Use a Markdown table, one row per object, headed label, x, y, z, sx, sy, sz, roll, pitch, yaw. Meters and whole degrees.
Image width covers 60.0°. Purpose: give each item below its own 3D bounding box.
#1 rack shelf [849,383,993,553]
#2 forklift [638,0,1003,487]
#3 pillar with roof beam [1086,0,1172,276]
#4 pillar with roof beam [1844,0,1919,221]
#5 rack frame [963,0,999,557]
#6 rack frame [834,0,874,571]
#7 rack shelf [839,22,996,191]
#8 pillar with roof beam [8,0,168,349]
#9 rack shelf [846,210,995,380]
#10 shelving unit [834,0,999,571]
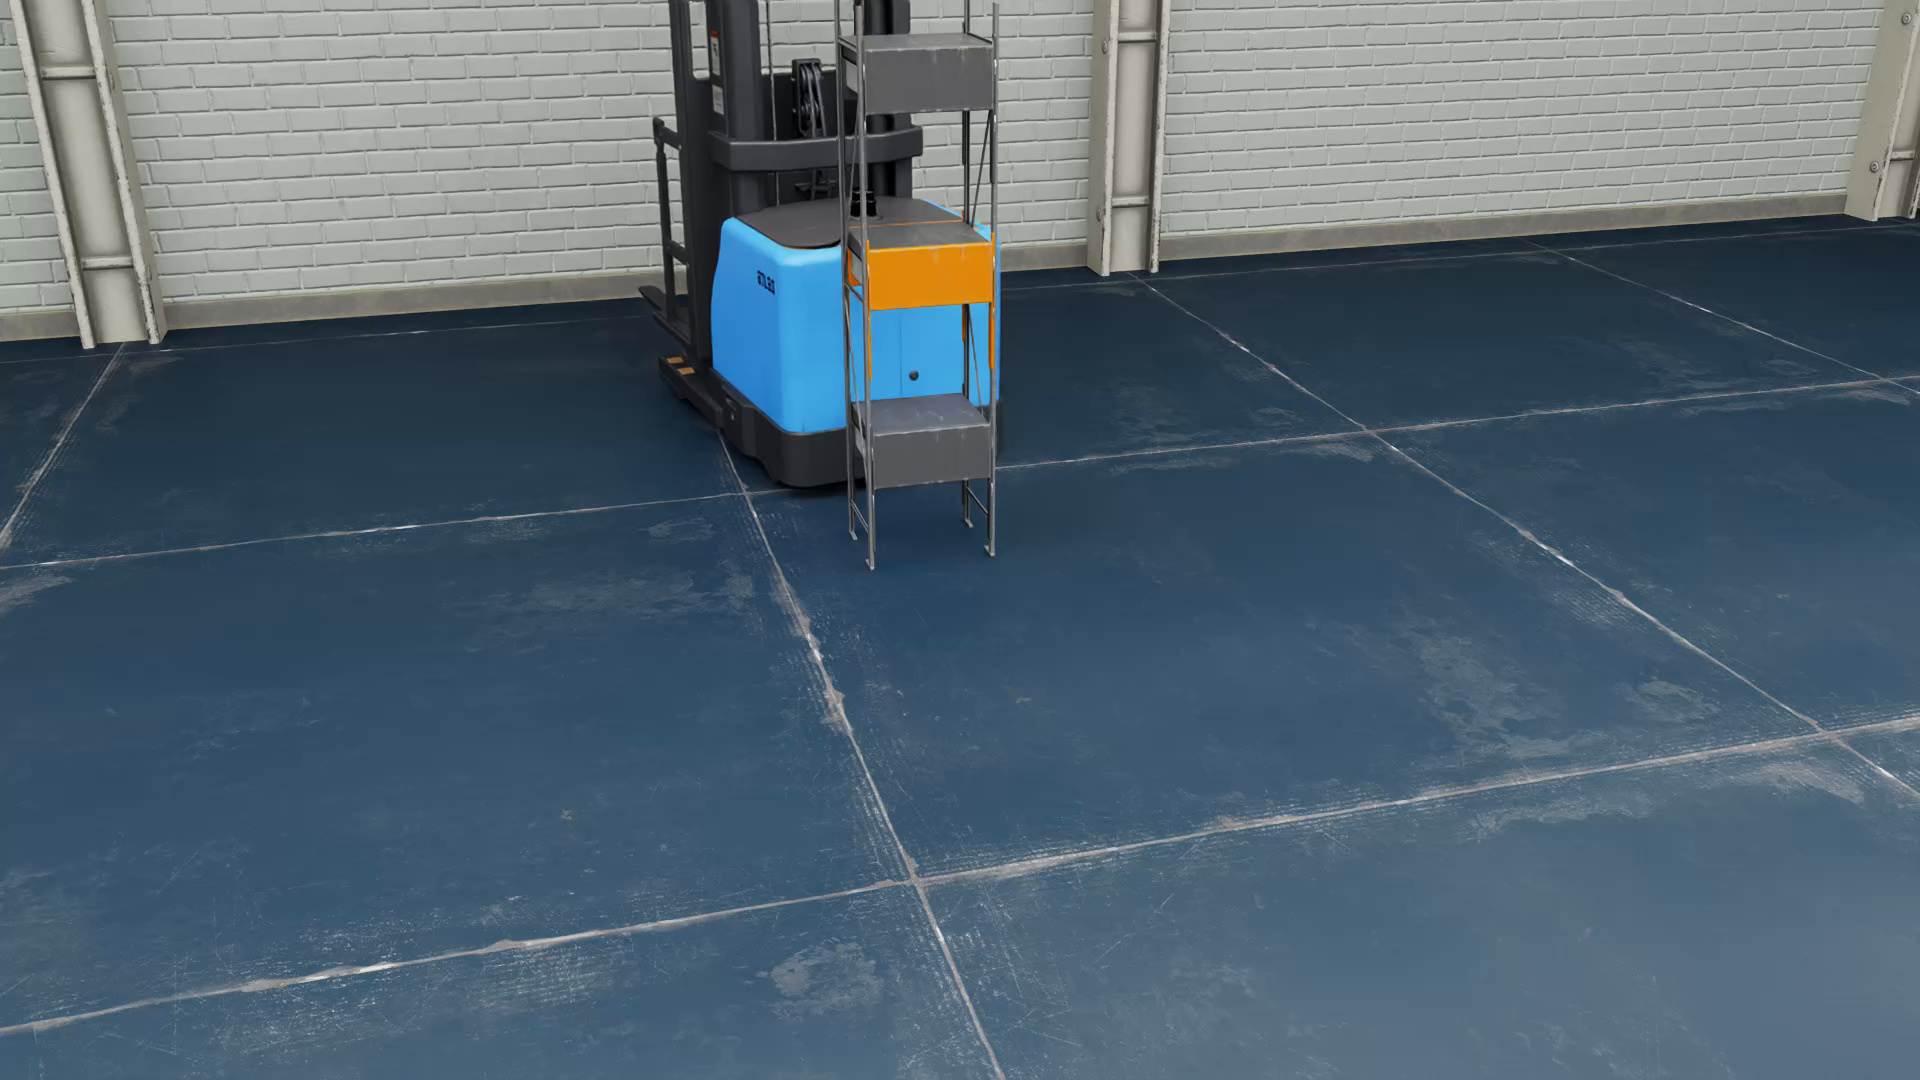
| label | x | y | z | sx | sy | sz | roll | pitch | yaw |
| --- | --- | --- | --- | --- | --- | --- | --- | --- | --- |
| rack shelf | -0.159 | -0.291 | 6.576 | 0.480 | 0.518 | 0.431 | -6 | 24 | -14 |
| forklift | -0.897 | -2.120 | 7.973 | 1.130 | 2.935 | 3.031 | -11 | 25 | -23 |
| pillar with roof beam | 2.223 | -4.281 | 5.316 | 0.400 | 9.000 | 9.100 | -6 | 24 | -14 |
| pillar with roof beam | 8.000 | -4.920 | 6.805 | 0.400 | 9.000 | 9.100 | -6 | 24 | -14 |
| rack frame | 0.076 | -0.973 | 6.355 | 0.015 | 2.100 | 0.400 | -6 | 24 | -14 |
| rack frame | -0.394 | -0.921 | 6.234 | 0.015 | 2.100 | 0.400 | -6 | 24 | -14 |
| rack shelf | -0.159 | -1.578 | 6.024 | 0.480 | 0.518 | 0.431 | -6 | 24 | -14 |
| pillar with roof beam | -3.554 | -3.642 | 3.826 | 0.400 | 9.000 | 9.100 | -6 | 24 | -14 |
| rack shelf | -0.159 | -0.935 | 6.300 | 0.480 | 0.518 | 0.431 | -6 | 24 | -14 |
| shelving unit | -0.159 | -0.947 | 6.295 | 0.503 | 2.100 | 0.431 | -6 | 24 | -14 |
